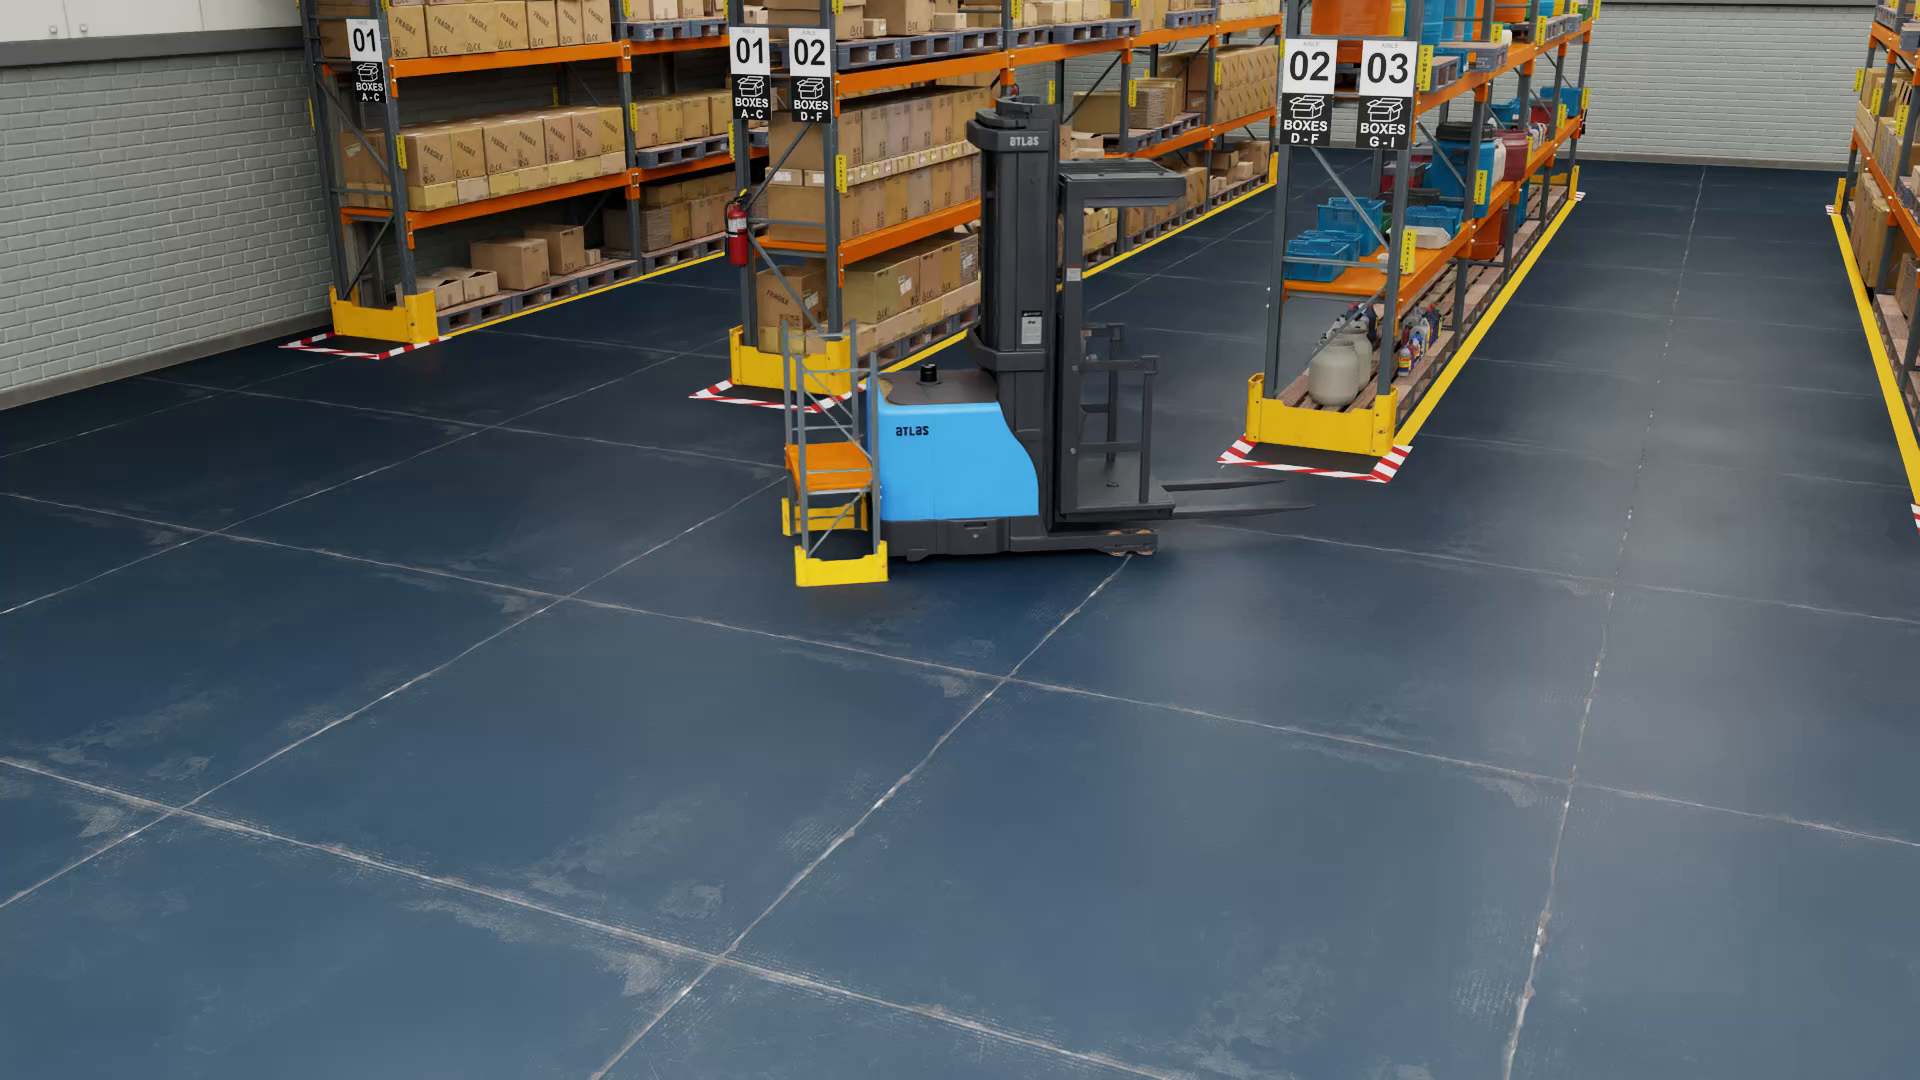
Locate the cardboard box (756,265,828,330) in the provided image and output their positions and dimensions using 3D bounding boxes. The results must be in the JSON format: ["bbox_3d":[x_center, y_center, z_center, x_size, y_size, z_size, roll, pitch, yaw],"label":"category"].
[{"bbox_3d":[-1.603,-2.322,15.880,0.500,0.500,0.500,9,21,23],"label":"cardboard box"}]

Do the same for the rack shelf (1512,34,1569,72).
[{"bbox_3d":[7.061,-6.313,21.339,1.077,0.370,4.000,9,21,23],"label":"rack shelf"}]

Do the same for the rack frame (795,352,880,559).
[{"bbox_3d":[-0.758,-0.431,10.443,0.500,1.500,0.032,-4,20,-10],"label":"rack frame"}]

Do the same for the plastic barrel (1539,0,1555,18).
[{"bbox_3d":[7.321,-7.154,21.257,0.600,0.901,0.708,9,21,23],"label":"plastic barrel"}]

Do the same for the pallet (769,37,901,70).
[{"bbox_3d":[-1.238,-4.446,15.150,1.003,0.211,1.213,9,21,23],"label":"pallet"}]

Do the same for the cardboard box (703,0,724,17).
[{"bbox_3d":[-3.412,-7.074,22.223,0.797,0.503,0.637,12,23,30],"label":"cardboard box"}]

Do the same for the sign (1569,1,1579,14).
[{"bbox_3d":[8.381,-7.191,22.723,0.100,0.325,0.005,9,21,23],"label":"sign"}]

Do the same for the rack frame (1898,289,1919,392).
[{"bbox_3d":[9.123,-2.724,14.653,1.000,3.000,0.127,9,21,23],"label":"rack frame"}]

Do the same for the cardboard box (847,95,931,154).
[{"bbox_3d":[-0.706,-4.146,16.566,0.700,0.500,0.500,9,21,23],"label":"cardboard box"}]

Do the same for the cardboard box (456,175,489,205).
[{"bbox_3d":[-5.383,-3.746,17.719,0.500,0.250,0.500,8,21,21],"label":"cardboard box"}]

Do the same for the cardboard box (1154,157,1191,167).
[{"bbox_3d":[3.337,-5.773,26.299,0.500,0.500,0.500,9,21,23],"label":"cardboard box"}]

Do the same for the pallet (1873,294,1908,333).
[{"bbox_3d":[10.439,-2.395,17.887,1.003,0.211,1.213,9,21,23],"label":"pallet"}]

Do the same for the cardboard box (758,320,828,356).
[{"bbox_3d":[-1.602,-1.969,16.005,0.500,0.250,0.500,9,21,23],"label":"cardboard box"}]

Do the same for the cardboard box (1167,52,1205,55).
[{"bbox_3d":[3.541,-7.396,26.147,0.500,0.500,0.500,8,21,22],"label":"cardboard box"}]

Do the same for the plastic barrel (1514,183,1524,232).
[{"bbox_3d":[7.352,-4.678,22.652,0.600,0.901,0.708,9,21,23],"label":"plastic barrel"}]

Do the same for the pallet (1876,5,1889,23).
[{"bbox_3d":[13.742,-7.536,23.838,1.003,0.211,1.213,9,21,23],"label":"pallet"}]

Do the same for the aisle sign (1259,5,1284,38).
[{"bbox_3d":[5.308,-8.957,28.298,0.394,0.787,0.004,9,21,23],"label":"aisle sign"}]

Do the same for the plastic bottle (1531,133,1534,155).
[{"bbox_3d":[7.454,-5.175,21.718,0.061,0.283,0.133,9,21,23],"label":"plastic bottle"}]

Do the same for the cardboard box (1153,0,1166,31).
[{"bbox_3d":[2.294,-7.221,22.671,0.910,0.500,0.500,9,21,23],"label":"cardboard box"}]

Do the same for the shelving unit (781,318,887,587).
[{"bbox_3d":[-0.853,-0.602,10.922,0.587,1.500,1.083,-4,20,-10],"label":"shelving unit"}]

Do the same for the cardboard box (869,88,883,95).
[{"bbox_3d":[-1.531,-6.920,25.828,0.500,0.500,0.500,9,21,23],"label":"cardboard box"}]

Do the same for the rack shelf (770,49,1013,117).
[{"bbox_3d":[-0.733,-4.548,16.377,1.077,0.370,4.000,9,21,23],"label":"rack shelf"}]

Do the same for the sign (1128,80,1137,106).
[{"bbox_3d":[2.232,-5.778,21.511,0.100,0.325,0.005,9,21,23],"label":"sign"}]

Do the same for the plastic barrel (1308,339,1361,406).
[{"bbox_3d":[3.166,-1.419,14.067,0.421,0.512,0.421,0,20,0],"label":"plastic barrel"}]

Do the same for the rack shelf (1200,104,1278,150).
[{"bbox_3d":[4.181,-6.803,27.195,1.077,0.370,4.000,9,21,23],"label":"rack shelf"}]

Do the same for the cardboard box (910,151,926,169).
[{"bbox_3d":[-0.564,-3.775,16.490,0.380,0.149,0.250,9,21,23],"label":"cardboard box"}]

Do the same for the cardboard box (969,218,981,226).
[{"bbox_3d":[0.405,-3.727,20.111,0.500,0.311,0.500,8,21,23],"label":"cardboard box"}]

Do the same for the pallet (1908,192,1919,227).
[{"bbox_3d":[9.987,-3.246,16.406,1.003,0.211,1.213,9,21,23],"label":"pallet"}]

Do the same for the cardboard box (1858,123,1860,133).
[{"bbox_3d":[13.276,-5.974,24.166,0.380,0.149,0.250,8,21,22],"label":"cardboard box"}]

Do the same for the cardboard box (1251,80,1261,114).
[{"bbox_3d":[4.647,-7.315,27.412,0.500,0.500,0.500,9,21,23],"label":"cardboard box"}]

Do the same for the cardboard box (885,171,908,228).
[{"bbox_3d":[-0.929,-3.362,16.297,0.700,0.500,0.500,9,21,23],"label":"cardboard box"}]

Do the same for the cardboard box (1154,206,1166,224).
[{"bbox_3d":[2.591,-4.751,23.424,0.500,0.500,0.500,8,21,22],"label":"cardboard box"}]

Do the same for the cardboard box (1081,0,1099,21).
[{"bbox_3d":[1.392,-6.539,20.499,0.500,0.250,0.500,9,22,24],"label":"cardboard box"}]

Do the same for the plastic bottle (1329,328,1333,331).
[{"bbox_3d":[3.503,-1.843,15.581,0.152,0.276,0.135,8,21,21],"label":"plastic bottle"}]

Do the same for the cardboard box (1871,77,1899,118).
[{"bbox_3d":[12.552,-5.923,22.307,0.500,0.500,0.500,9,21,23],"label":"cardboard box"}]

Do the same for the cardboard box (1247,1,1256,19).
[{"bbox_3d":[4.403,-8.446,26.488,0.500,0.250,0.500,9,21,23],"label":"cardboard box"}]

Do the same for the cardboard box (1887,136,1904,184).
[{"bbox_3d":[10.946,-4.331,19.021,0.500,0.500,0.500,8,21,22],"label":"cardboard box"}]

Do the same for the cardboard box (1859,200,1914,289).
[{"bbox_3d":[11.062,-3.352,18.962,1.225,0.875,0.875,8,21,20],"label":"cardboard box"}]

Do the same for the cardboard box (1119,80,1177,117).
[{"bbox_3d":[2.741,-6.442,24.331,0.700,0.500,0.500,12,23,31],"label":"cardboard box"}]

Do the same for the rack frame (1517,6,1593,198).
[{"bbox_3d":[9.518,-7.072,26.879,1.000,3.000,0.127,9,21,23],"label":"rack frame"}]

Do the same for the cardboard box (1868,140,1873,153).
[{"bbox_3d":[12.225,-5.190,21.960,0.380,0.149,0.250,9,21,23],"label":"cardboard box"}]

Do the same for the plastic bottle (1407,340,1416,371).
[{"bbox_3d":[4.102,-1.687,15.133,0.061,0.283,0.133,9,21,24],"label":"plastic bottle"}]

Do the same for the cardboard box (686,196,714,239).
[{"bbox_3d":[-3.737,-4.336,22.257,0.700,0.500,0.500,9,21,23],"label":"cardboard box"}]

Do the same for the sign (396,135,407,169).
[{"bbox_3d":[-5.577,-3.874,16.594,0.100,0.325,0.005,9,21,23],"label":"sign"}]

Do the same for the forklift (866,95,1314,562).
[{"bbox_3d":[0.896,-1.444,11.155,3.031,2.935,1.130,-3,20,-7],"label":"forklift"}]

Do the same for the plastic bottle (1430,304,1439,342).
[{"bbox_3d":[4.603,-2.127,16.269,0.144,0.351,0.185,8,21,21],"label":"plastic bottle"}]

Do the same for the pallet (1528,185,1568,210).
[{"bbox_3d":[9.145,-5.512,26.652,1.003,0.211,1.213,9,21,23],"label":"pallet"}]

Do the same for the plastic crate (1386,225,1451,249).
[{"bbox_3d":[4.170,-2.749,15.115,0.530,0.136,0.437,9,21,23],"label":"plastic crate"}]

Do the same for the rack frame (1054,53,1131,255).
[{"bbox_3d":[1.724,-5.308,21.917,1.000,3.000,0.127,9,21,23],"label":"rack frame"}]

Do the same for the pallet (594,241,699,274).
[{"bbox_3d":[-4.117,-3.688,21.523,1.003,0.211,1.213,9,21,23],"label":"pallet"}]

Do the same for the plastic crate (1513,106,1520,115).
[{"bbox_3d":[8.454,-6.497,25.422,0.416,0.233,0.300,9,21,23],"label":"plastic crate"}]

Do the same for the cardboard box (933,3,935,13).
[{"bbox_3d":[-0.581,-5.437,17.101,0.500,0.311,0.500,7,21,20],"label":"cardboard box"}]

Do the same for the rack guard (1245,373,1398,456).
[{"bbox_3d":[2.954,-1.033,13.628,1.175,0.500,0.348,9,21,23],"label":"rack guard"}]

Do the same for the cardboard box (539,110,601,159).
[{"bbox_3d":[-4.545,-4.715,19.325,0.500,0.500,0.500,8,21,22],"label":"cardboard box"}]

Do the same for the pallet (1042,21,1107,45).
[{"bbox_3d":[1.073,-6.070,19.865,1.003,0.211,1.213,10,22,25],"label":"pallet"}]

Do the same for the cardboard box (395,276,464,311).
[{"bbox_3d":[-5.707,-2.680,17.885,0.500,0.311,0.500,6,20,17],"label":"cardboard box"}]
